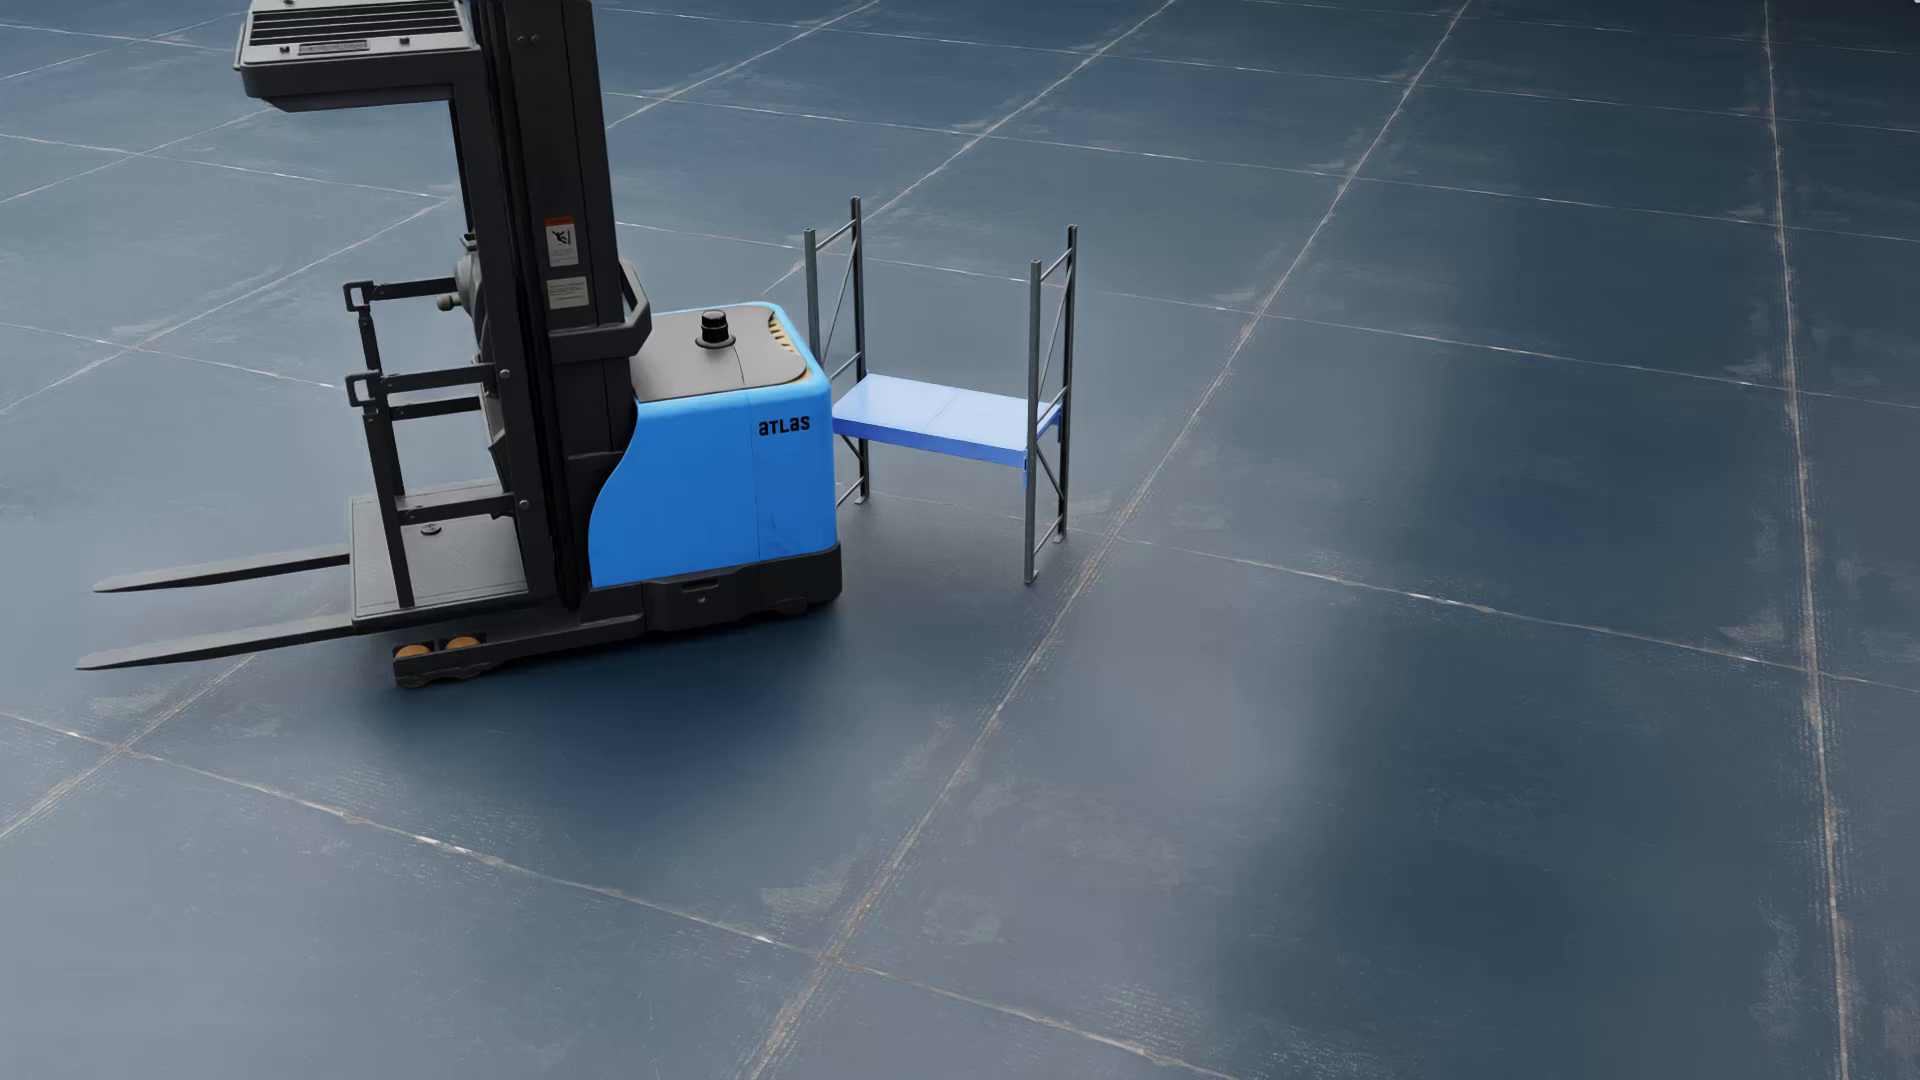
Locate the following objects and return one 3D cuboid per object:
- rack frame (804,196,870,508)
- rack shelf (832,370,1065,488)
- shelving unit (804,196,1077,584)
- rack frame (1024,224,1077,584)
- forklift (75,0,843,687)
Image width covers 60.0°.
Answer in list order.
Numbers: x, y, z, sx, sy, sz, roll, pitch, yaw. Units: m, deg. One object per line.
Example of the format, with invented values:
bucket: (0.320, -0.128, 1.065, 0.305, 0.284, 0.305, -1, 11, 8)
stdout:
rack frame: (-0.550, -0.763, 7.575, 0.032, 1.500, 0.500, 11, 31, 19)
rack shelf: (-0.079, -0.512, 7.497, 1.000, 0.185, 0.538, 11, 31, 19)
shelving unit: (-0.079, -0.669, 7.409, 1.048, 1.500, 0.538, 11, 31, 19)
rack frame: (0.392, -0.575, 7.242, 0.032, 1.500, 0.500, 11, 31, 19)
forklift: (-2.085, -0.976, 6.498, 3.031, 2.935, 1.130, -9, 31, -16)
